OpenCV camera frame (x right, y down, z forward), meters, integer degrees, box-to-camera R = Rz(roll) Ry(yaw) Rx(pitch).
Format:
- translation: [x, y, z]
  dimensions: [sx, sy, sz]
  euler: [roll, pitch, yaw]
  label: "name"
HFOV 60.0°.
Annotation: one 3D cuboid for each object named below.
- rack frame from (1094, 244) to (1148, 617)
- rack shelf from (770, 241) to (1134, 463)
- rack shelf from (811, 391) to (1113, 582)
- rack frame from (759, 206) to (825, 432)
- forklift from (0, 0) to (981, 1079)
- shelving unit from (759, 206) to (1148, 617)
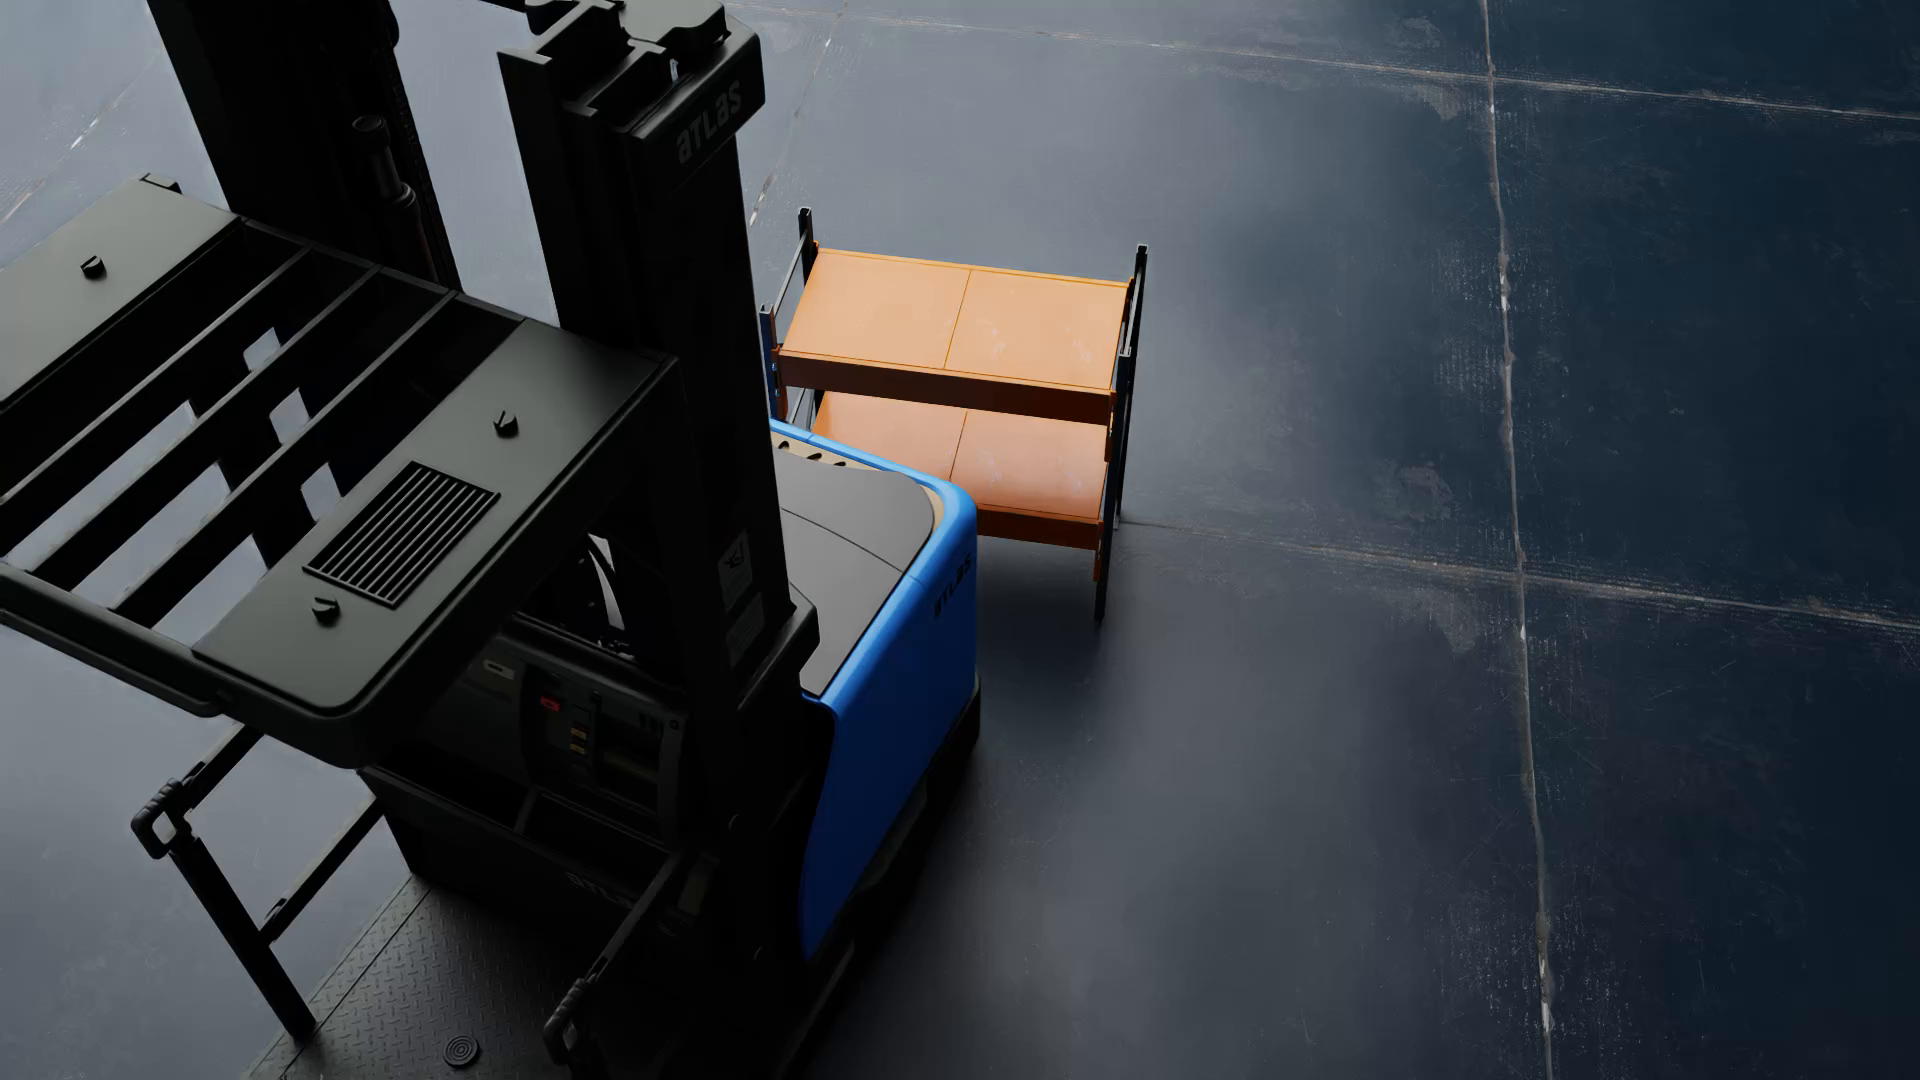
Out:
- translation: [0.494, -0.310, 5.135]
  dimensions: [0.032, 1.125, 0.500]
  euler: [8, 49, 7]
  label: "rack frame"
- translation: [-0.007, -0.572, 4.978]
  dimensions: [1.000, 0.278, 0.538]
  euler: [8, 49, 7]
  label: "rack shelf"
- translation: [-0.007, -0.213, 5.378]
  dimensions: [1.000, 0.278, 0.538]
  euler: [8, 49, 7]
  label: "rack shelf"
- translation: [-0.507, -0.444, 5.256]
  dimensions: [0.032, 1.125, 0.500]
  euler: [8, 49, 7]
  label: "rack frame"
- translation: [-1.045, 0.437, 3.250]
  dimensions: [1.130, 2.935, 3.031]
  euler: [20, 51, 17]
  label: "forklift"
- translation: [-0.007, -0.377, 5.196]
  dimensions: [1.048, 1.125, 0.538]
  euler: [8, 49, 7]
  label: "shelving unit"
